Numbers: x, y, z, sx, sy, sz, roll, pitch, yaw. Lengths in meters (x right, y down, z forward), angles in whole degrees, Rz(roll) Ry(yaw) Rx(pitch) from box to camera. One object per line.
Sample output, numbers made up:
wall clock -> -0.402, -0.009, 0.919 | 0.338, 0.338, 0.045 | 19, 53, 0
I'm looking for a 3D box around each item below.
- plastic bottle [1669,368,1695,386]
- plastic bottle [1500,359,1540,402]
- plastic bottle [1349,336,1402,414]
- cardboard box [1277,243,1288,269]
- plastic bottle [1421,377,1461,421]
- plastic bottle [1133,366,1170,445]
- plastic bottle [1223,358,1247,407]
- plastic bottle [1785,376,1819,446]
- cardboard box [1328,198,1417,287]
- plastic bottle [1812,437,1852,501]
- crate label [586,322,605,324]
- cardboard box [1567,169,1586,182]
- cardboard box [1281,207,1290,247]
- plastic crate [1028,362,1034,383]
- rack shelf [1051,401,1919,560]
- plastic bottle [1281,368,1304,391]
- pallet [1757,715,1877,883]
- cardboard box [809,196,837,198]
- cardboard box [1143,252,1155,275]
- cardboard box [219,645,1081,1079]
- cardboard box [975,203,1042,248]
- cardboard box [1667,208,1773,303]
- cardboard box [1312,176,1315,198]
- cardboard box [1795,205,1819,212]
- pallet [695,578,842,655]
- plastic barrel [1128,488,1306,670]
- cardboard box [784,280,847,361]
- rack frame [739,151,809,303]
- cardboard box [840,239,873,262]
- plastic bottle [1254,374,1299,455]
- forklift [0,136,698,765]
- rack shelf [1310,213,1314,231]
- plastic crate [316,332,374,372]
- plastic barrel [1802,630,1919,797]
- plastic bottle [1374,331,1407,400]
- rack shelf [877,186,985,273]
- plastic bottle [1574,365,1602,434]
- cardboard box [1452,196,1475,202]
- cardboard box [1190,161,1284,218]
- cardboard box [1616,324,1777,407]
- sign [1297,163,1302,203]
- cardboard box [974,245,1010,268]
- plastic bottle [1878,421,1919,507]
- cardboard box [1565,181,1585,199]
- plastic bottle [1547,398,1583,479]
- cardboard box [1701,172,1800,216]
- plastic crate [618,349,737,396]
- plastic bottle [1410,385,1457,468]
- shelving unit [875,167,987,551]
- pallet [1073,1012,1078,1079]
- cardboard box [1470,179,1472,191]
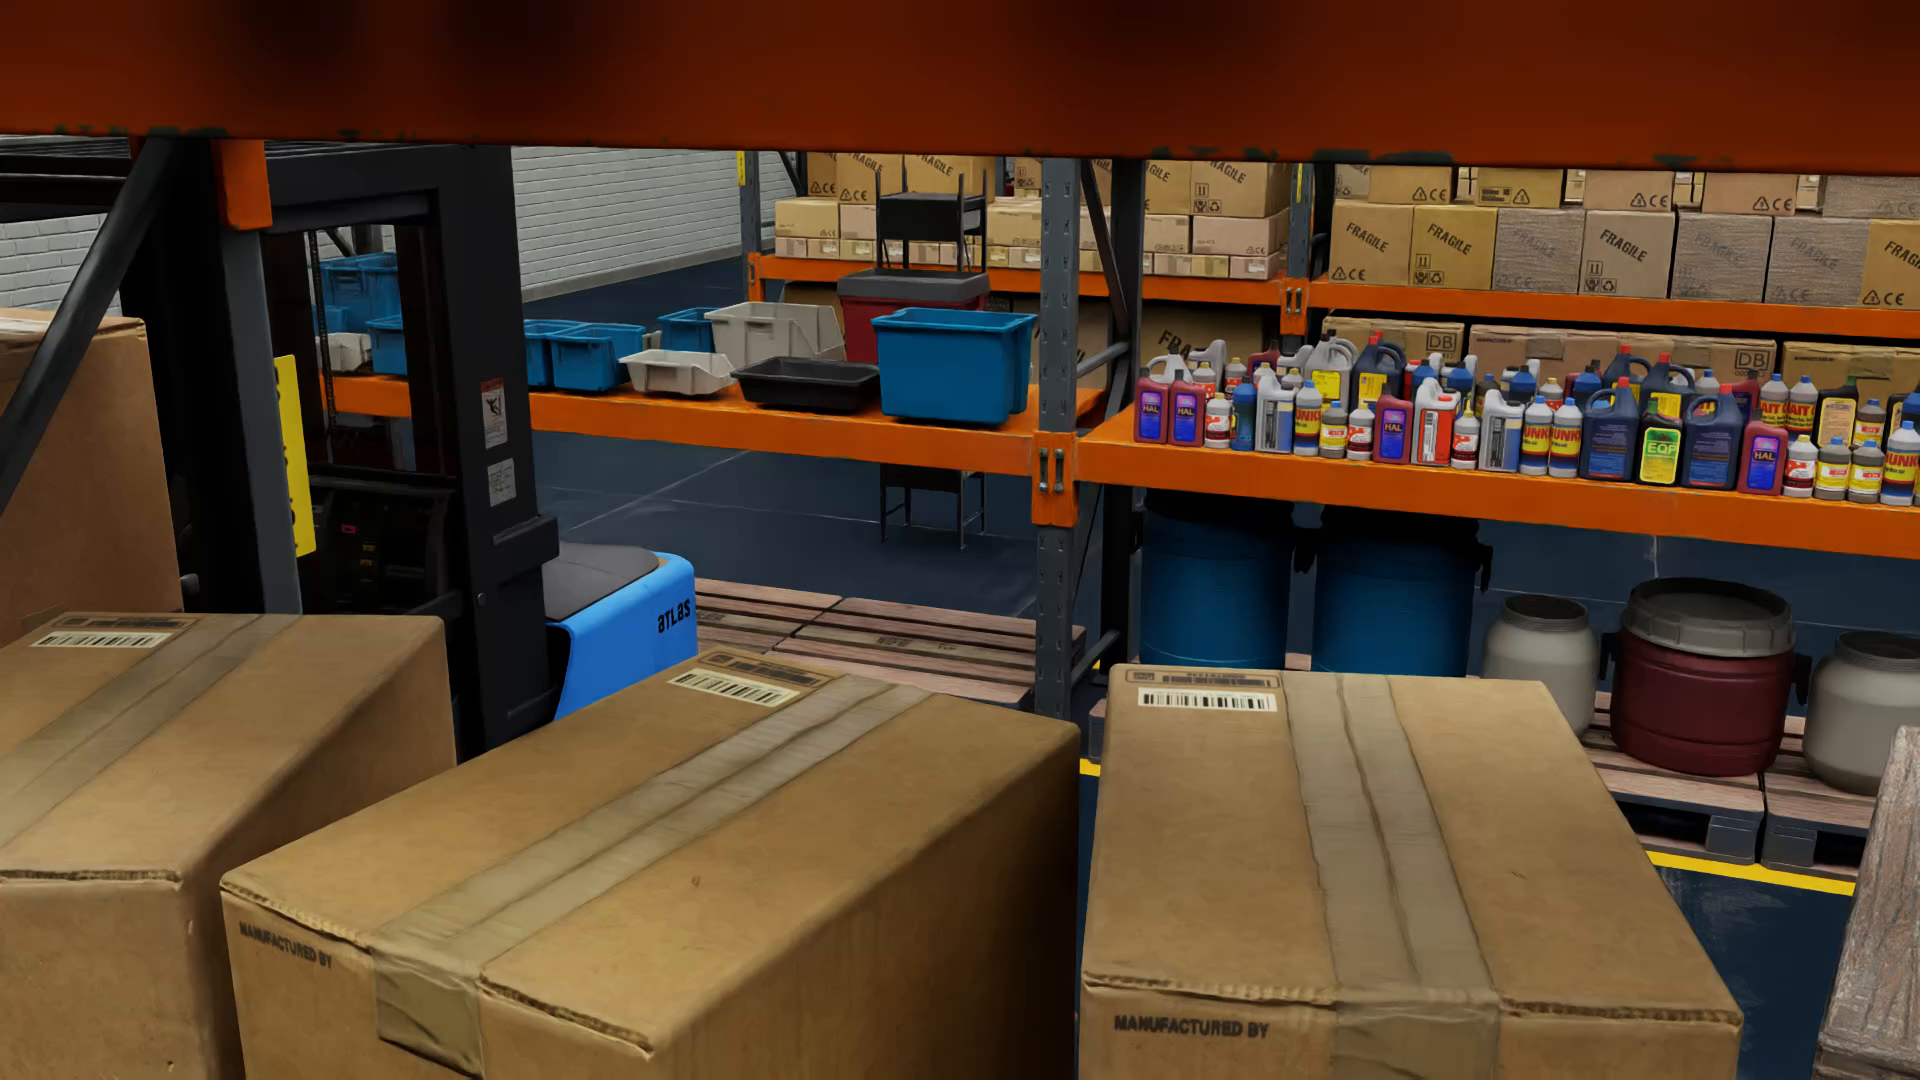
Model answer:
plastic bottle -> 2.686, -0.512, 6.279 | 0.135, 0.276, 0.152 | 6, 17, 21
plastic bottle -> 2.174, -0.568, 6.473 | 0.135, 0.276, 0.152 | 6, 17, 21
plastic bottle -> 1.633, -0.621, 6.522 | 0.185, 0.351, 0.144 | 6, 17, 21
cardboard box -> 2.203, -1.991, 11.602 | 0.250, 0.149, 0.380 | 6, 17, 21
plastic bottle -> 1.747, -0.450, 6.064 | 0.135, 0.276, 0.152 | 6, 17, 21
plastic bottle -> 0.724, -0.506, 6.247 | 0.133, 0.283, 0.061 | 6, 17, 21
plastic bottle -> 1.142, -0.654, 6.902 | 0.097, 0.201, 0.097 | 0, 16, 0
plastic bottle -> 3.109, -0.471, 6.147 | 0.097, 0.271, 0.097 | 0, 16, 0
cardboard box -> 2.693, -1.931, 10.766 | 0.500, 0.500, 0.500 | 6, 17, 21
plastic bottle -> 2.869, -0.237, 5.465 | 0.097, 0.201, 0.097 | 0, 16, 0
crate label -> -1.825, -0.930, 7.862 | 0.243, 0.136, 0.396 | 6, 17, 21
cardboard box -> 5.444, -3.230, 14.582 | 0.250, 0.149, 0.380 | 7, 18, 23
cardboard box -> 2.015, -2.182, 11.545 | 0.500, 0.250, 0.500 | 6, 17, 20
plastic crate -> 0.159, -0.697, 7.061 | 0.243, 0.136, 0.396 | 6, 17, 21
rack shelf -> 2.400, -0.160, 6.137 | 4.000, 0.370, 1.077 | 6, 17, 21
plastic bottle -> 1.336, -0.587, 6.672 | 0.097, 0.201, 0.097 | 0, 16, 0
pallet -> 3.511, 0.968, 5.961 | 1.213, 0.211, 1.003 | 6, 17, 21
cardboard box -> -0.816, -2.494, 12.621 | 0.500, 0.250, 0.500 | 6, 17, 20
cardboard box -> 1.235, -1.900, 11.287 | 0.250, 0.149, 0.380 | 7, 17, 22
cardboard box -> -0.260, 0.484, 1.692 | 0.500, 0.500, 0.700 | 9, 19, 29
cardboard box -> 0.422, -2.200, 11.608 | 0.500, 0.250, 0.500 | 6, 17, 20
cardboard box -> 4.581, -1.725, 10.056 | 0.500, 0.500, 0.500 | 6, 17, 19
cardboard box -> 3.234, -3.492, 15.608 | 0.500, 0.500, 0.500 | 6, 17, 19
cardboard box -> 5.244, -1.806, 10.336 | 0.500, 0.500, 0.500 | 6, 17, 19
pallet -> -1.298, 0.439, 7.783 | 1.213, 0.211, 1.003 | 6, 17, 21
plastic barrel -> 1.039, 0.156, 6.768 | 0.708, 0.901, 0.600 | 6, 17, 21
cardboard box -> -0.740, -1.541, 12.659 | 0.875, 0.875, 0.875 | 6, 17, 21
rack frame -> -1.365, -2.404, 12.575 | 0.127, 3.000, 1.000 | 6, 17, 21
cardboard box -> -0.678, -2.110, 12.011 | 0.250, 0.149, 0.380 | 6, 17, 19
plastic bottle -> 1.170, -0.467, 6.126 | 0.135, 0.276, 0.152 | 6, 17, 21
forklift -> -1.869, 0.013, 4.372 | 1.130, 2.935, 3.031 | 6, 17, 19
rack shelf -> 2.410, -3.130, 16.366 | 4.000, 0.370, 1.077 | 6, 17, 21
plastic crate -> -2.805, -0.857, 7.611 | 0.298, 0.136, 0.250 | 6, 17, 21
plastic barrel -> 3.241, 0.611, 5.896 | 0.421, 0.512, 0.421 | 0, 16, 0
plastic bottle -> 1.686, -0.659, 6.651 | 0.185, 0.351, 0.144 | 6, 17, 21
rack shelf -> -0.154, -1.684, 9.248 | 0.480, 0.518, 0.431 | 6, 17, 21
plastic bottle -> 2.394, -0.532, 6.356 | 0.097, 0.271, 0.097 | 0, 16, 0
cardboard box -> 3.349, -2.014, 11.051 | 0.500, 0.500, 0.500 | 7, 18, 22
cardboard box -> 1.831, -2.404, 10.964 | 0.500, 0.500, 0.500 | 7, 18, 22
cardboard box -> 4.617, -0.936, 10.577 | 0.875, 0.875, 1.225 | 6, 17, 21
sign -> 2.154, -2.305, 10.538 | 0.005, 0.325, 0.100 | 6, 17, 21
cardboard box -> 0.276, -2.005, 11.650 | 0.250, 0.149, 0.380 | 6, 17, 19
plastic bottle -> 3.050, -0.250, 5.386 | 0.097, 0.271, 0.097 | 0, 16, 0
cardboard box -> 5.429, -3.087, 14.625 | 0.250, 0.149, 0.380 | 5, 17, 18
plastic bottle -> 2.095, -0.355, 5.748 | 0.097, 0.271, 0.097 | 0, 16, 0
cardboard box -> 4.798, -2.262, 10.107 | 0.637, 0.503, 0.797 | 7, 17, 22
plastic crate -> -1.191, -0.713, 7.114 | 0.466, 0.136, 0.293 | 6, 17, 21
plastic bottle -> 1.691, -0.410, 5.929 | 0.135, 0.276, 0.152 | 6, 17, 21
shelving unit -> -0.154, -1.025, 9.439 | 0.503, 2.100, 0.431 | 6, 17, 21
pallet -> -0.579, 0.776, 1.965 | 1.213, 0.211, 1.003 | 6, 17, 21
cardboard box -> 4.712, -3.363, 15.575 | 0.250, 0.149, 0.380 | 6, 17, 19
